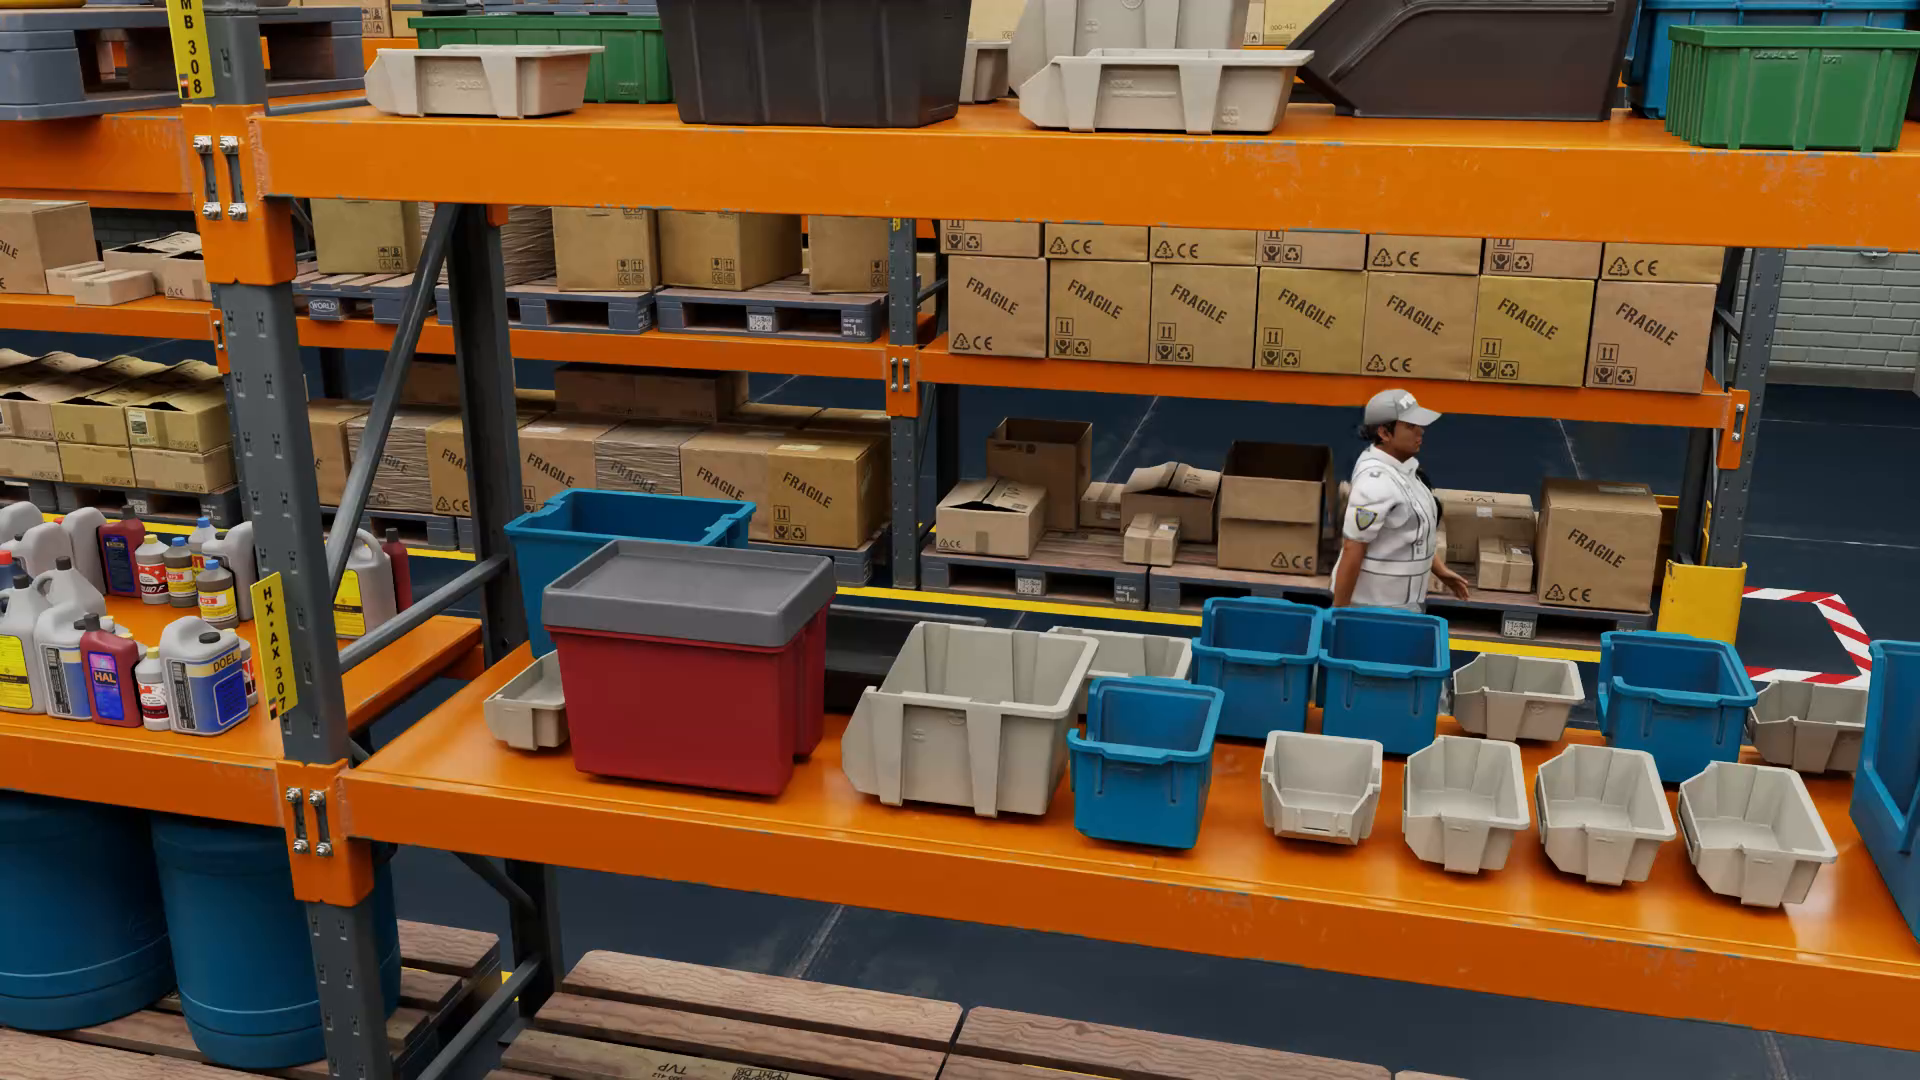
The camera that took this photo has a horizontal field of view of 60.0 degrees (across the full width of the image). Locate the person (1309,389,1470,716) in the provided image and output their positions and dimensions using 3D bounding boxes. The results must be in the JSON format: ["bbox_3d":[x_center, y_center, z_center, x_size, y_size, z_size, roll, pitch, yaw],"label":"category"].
[{"bbox_3d":[1.685,0.198,6.431,1.017,1.599,0.486,5,19,15],"label":"person"}]
